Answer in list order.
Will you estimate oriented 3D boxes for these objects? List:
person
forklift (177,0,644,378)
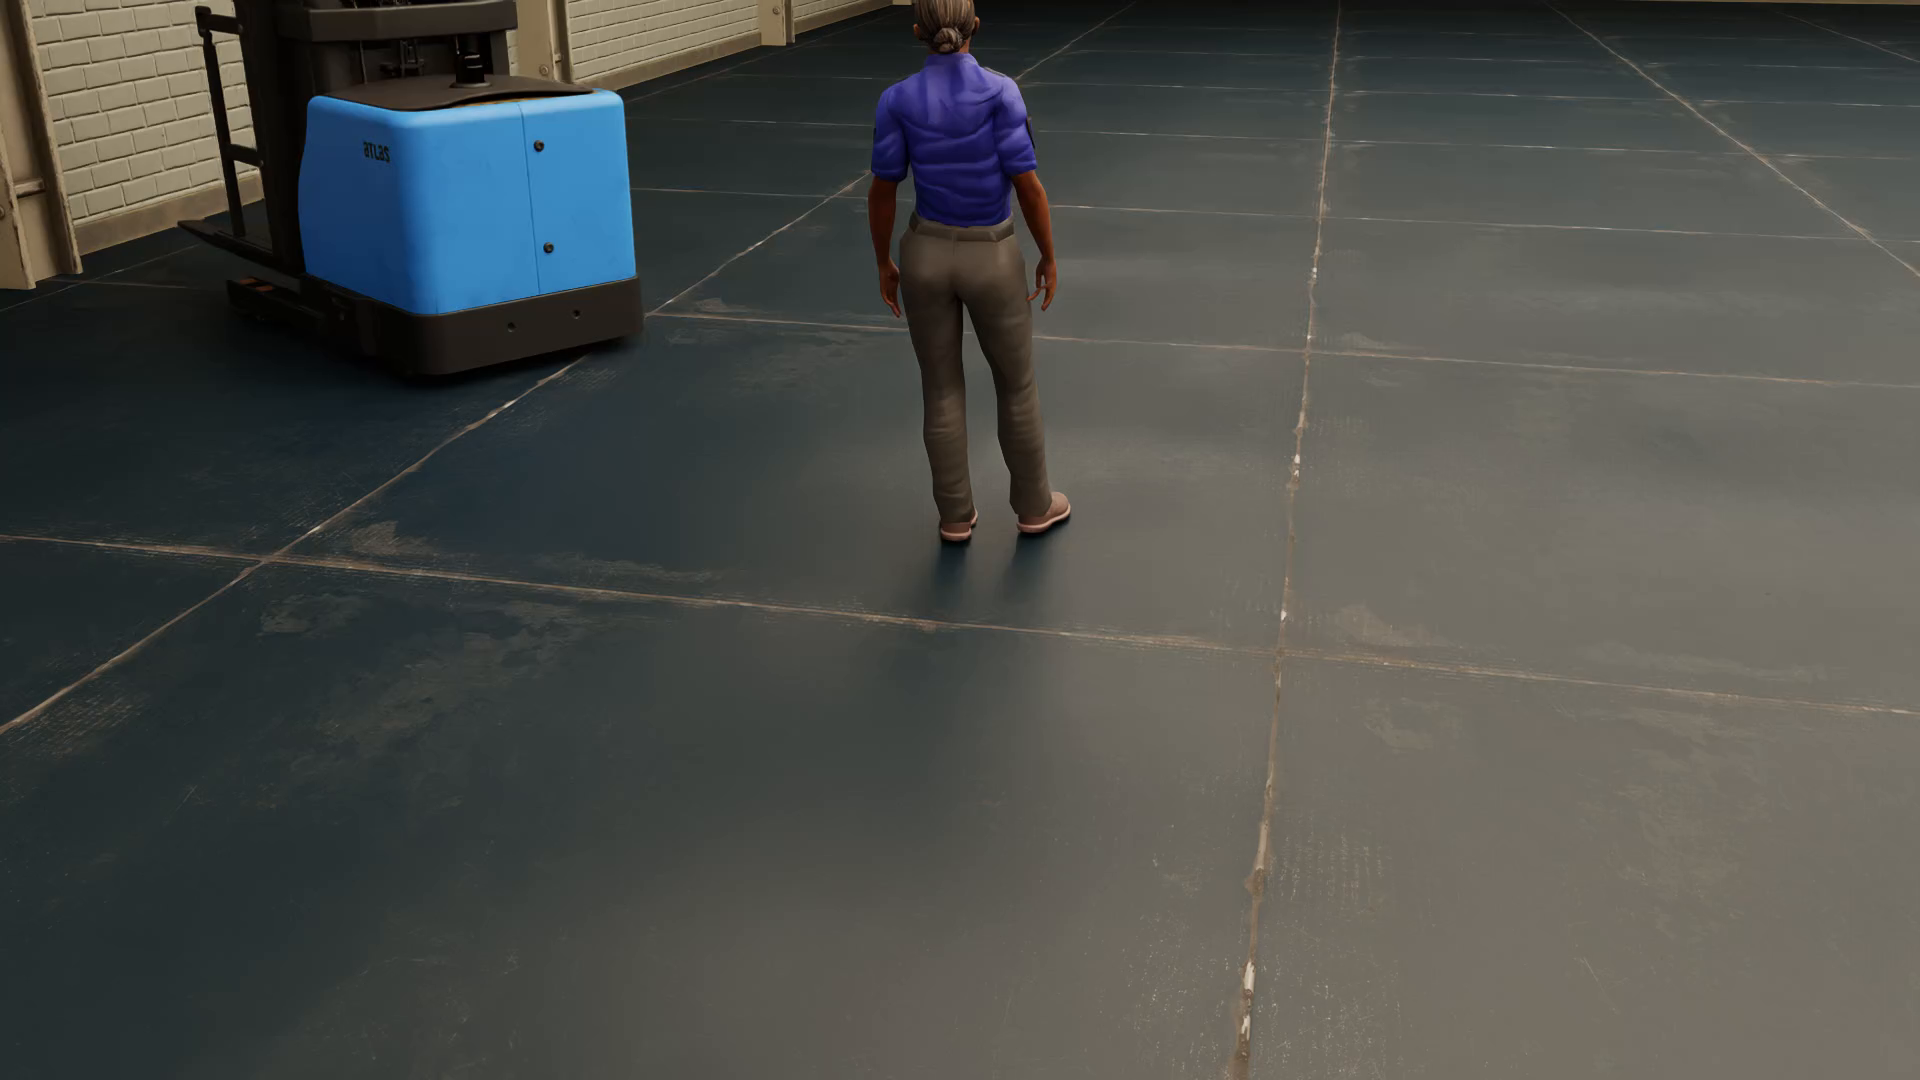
[{"bbox_3d":[0.038,-0.803,4.909,0.570,1.654,0.504,5,23,11],"label":"person"},{"bbox_3d":[-2.751,-2.471,7.327,1.130,2.935,3.031,-20,30,-40],"label":"forklift"}]
